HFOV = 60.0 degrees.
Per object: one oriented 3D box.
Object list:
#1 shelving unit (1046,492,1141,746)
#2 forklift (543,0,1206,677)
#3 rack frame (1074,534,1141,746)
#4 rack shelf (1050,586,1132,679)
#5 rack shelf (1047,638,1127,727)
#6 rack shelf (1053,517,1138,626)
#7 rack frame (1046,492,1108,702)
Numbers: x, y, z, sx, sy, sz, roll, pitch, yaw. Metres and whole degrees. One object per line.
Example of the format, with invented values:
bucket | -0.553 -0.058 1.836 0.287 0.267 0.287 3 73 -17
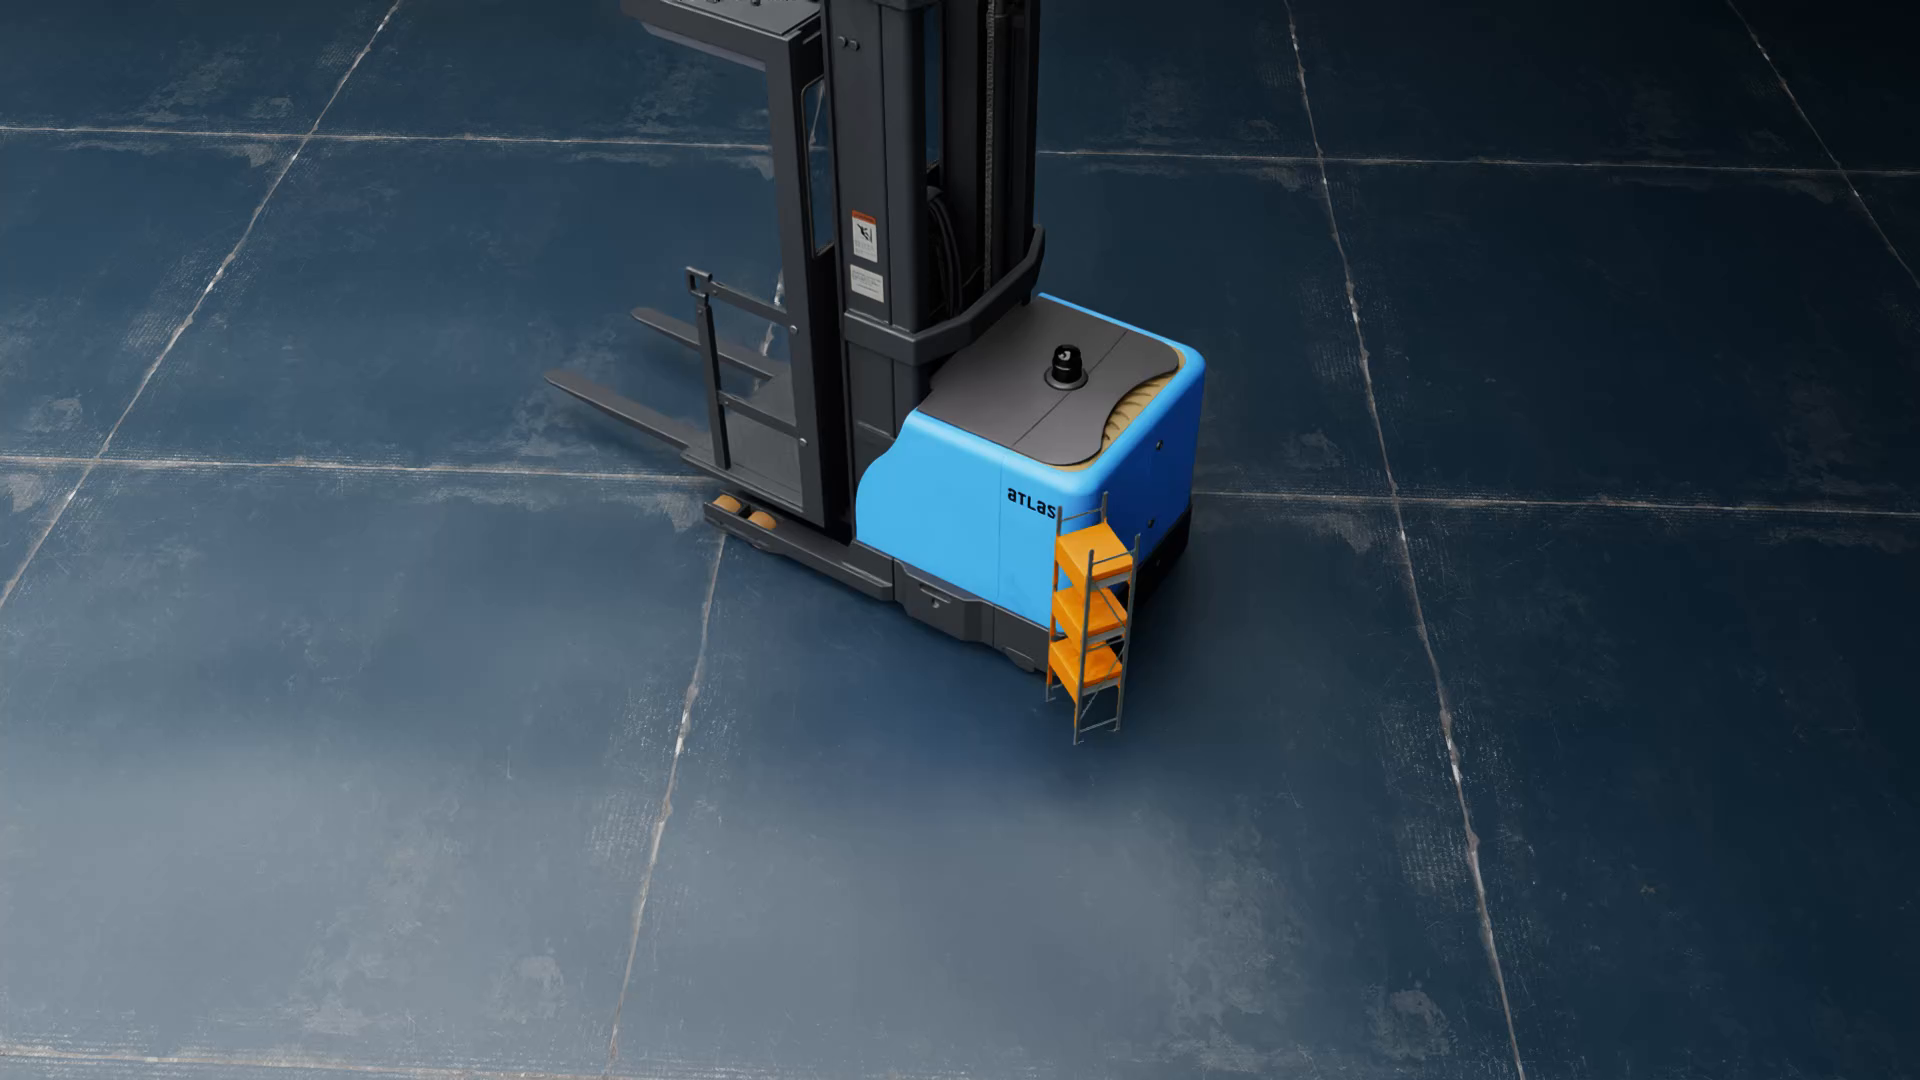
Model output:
shelving unit | 0.488 0.314 6.227 0.215 1.050 0.252 -17 46 -17
forklift | -0.523 -1.308 6.589 3.031 2.935 1.130 24 48 24
rack frame | 0.537 0.390 6.146 0.200 1.050 0.008 -17 46 -17
rack shelf | 0.487 0.321 6.234 0.215 0.259 0.240 -17 46 -17
rack shelf | 0.487 0.523 6.425 0.215 0.259 0.240 -17 46 -17
rack shelf | 0.488 0.115 6.039 0.215 0.259 0.240 -17 46 -17
rack frame | 0.438 0.237 6.308 0.200 1.050 0.008 -17 46 -17
